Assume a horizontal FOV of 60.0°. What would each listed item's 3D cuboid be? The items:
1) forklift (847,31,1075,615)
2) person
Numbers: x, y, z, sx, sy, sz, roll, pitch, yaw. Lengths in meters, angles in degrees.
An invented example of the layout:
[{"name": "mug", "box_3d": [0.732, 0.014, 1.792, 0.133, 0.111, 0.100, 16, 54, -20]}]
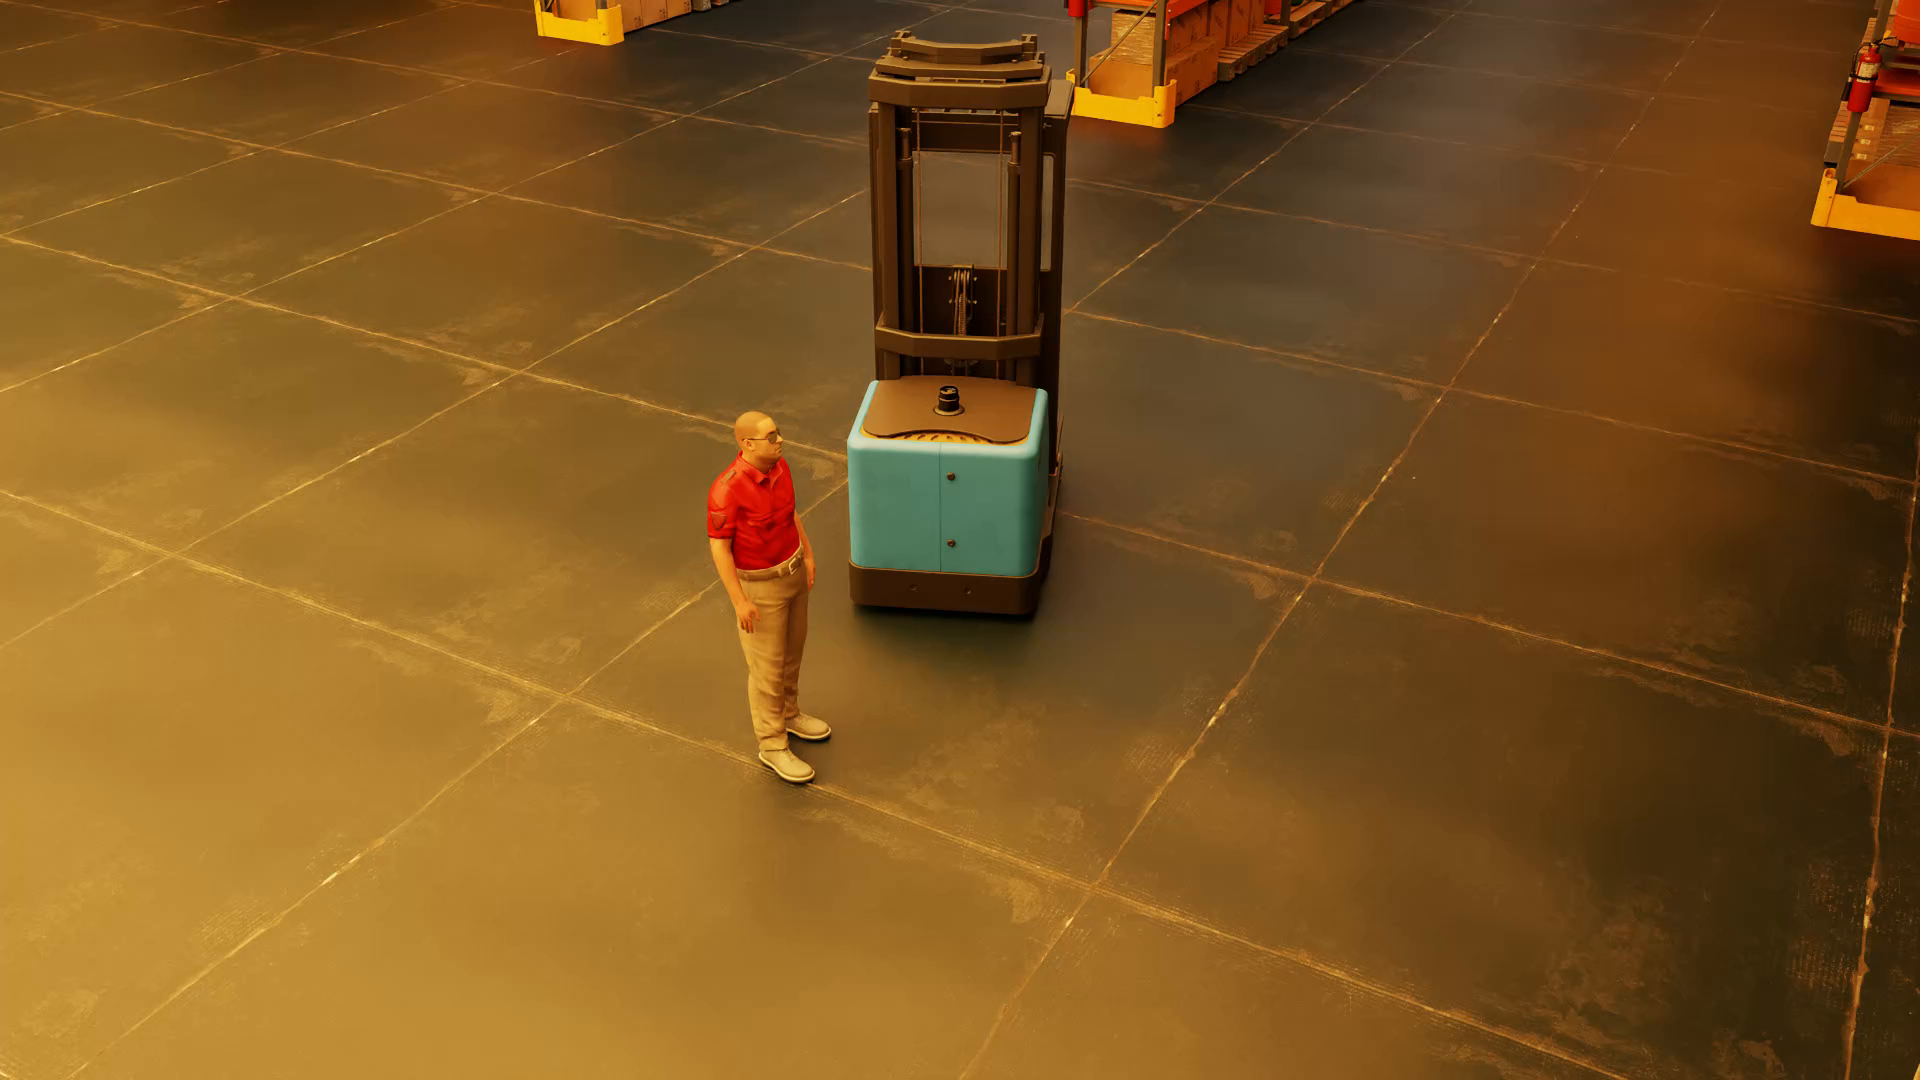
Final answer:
[{"name": "forklift", "box_3d": [0.072, -1.572, 9.794, 1.130, 2.935, 3.031, 3, 30, 6]}, {"name": "person", "box_3d": [-0.827, 0.231, 7.859, 0.551, 1.727, 0.642, 15, 33, 24]}]
